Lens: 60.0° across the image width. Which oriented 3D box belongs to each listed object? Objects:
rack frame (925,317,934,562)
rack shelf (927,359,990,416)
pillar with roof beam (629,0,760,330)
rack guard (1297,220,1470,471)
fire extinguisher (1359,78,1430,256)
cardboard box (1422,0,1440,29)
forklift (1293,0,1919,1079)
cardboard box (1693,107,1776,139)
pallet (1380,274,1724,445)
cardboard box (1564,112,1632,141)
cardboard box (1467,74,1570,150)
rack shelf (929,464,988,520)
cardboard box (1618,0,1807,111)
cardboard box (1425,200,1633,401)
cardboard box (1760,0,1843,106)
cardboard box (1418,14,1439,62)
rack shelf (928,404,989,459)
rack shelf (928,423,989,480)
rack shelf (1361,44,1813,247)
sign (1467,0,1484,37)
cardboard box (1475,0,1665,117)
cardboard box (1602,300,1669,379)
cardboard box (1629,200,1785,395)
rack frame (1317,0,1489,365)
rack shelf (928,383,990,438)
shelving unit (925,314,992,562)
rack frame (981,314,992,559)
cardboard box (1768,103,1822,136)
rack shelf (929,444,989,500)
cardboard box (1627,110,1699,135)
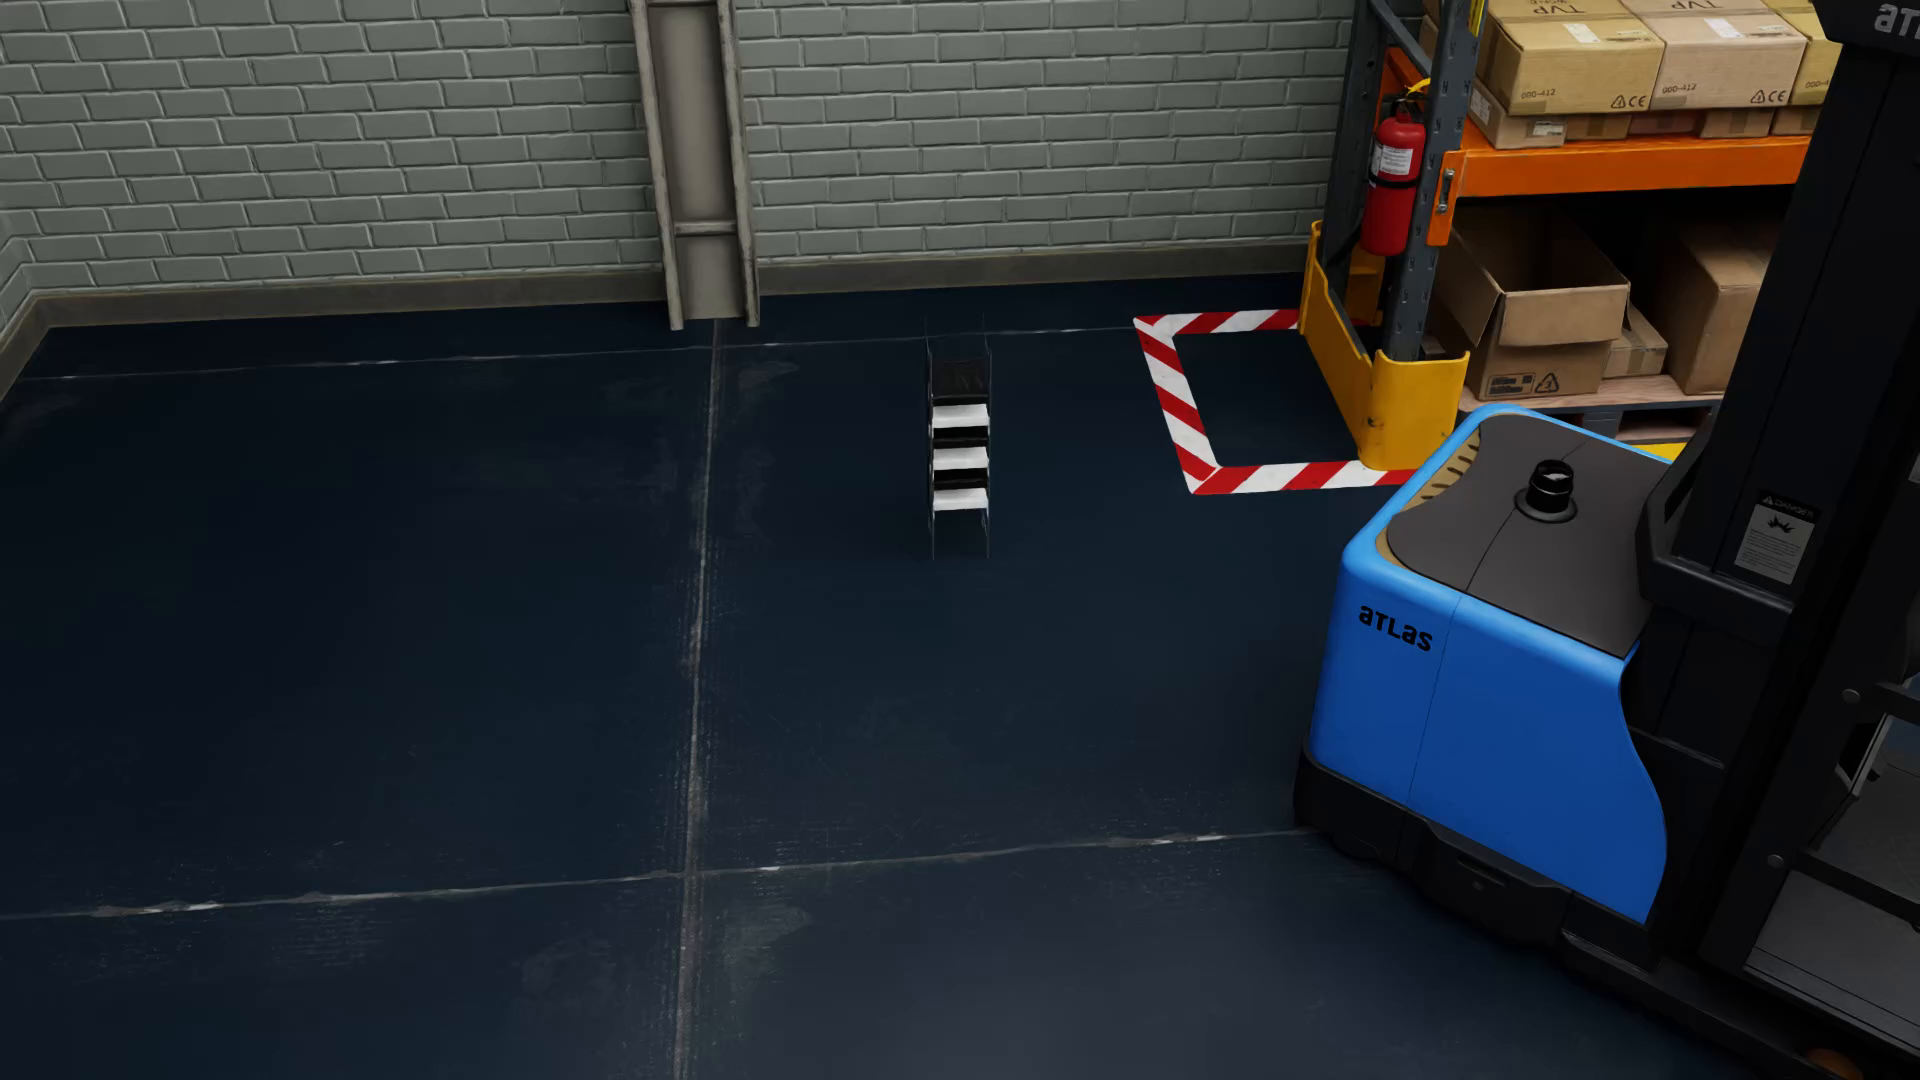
[{"bbox_3d":[-0.109,-0.347,5.964,0.006,0.900,0.240,-3,38,-4],"label":"rack frame"},{"bbox_3d":[-0.008,-0.539,5.824,0.200,0.077,0.258,-3,38,-4],"label":"rack shelf"},{"bbox_3d":[-0.731,-1.920,1.419,0.400,9.000,9.100,-3,38,-4],"label":"pillar with roof beam"},{"bbox_3d":[1.729,-0.836,6.906,0.348,0.500,1.175,-3,38,-4],"label":"rack guard"},{"bbox_3d":[1.548,-1.343,5.894,0.183,0.674,0.296,-3,38,-4],"label":"fire extinguisher"},{"bbox_3d":[2.088,-2.060,6.320,0.500,0.250,0.500,-2,38,-3],"label":"cardboard box"},{"bbox_3d":[2.499,0.043,3.829,3.031,2.935,1.130,26,45,29],"label":"forklift"},{"bbox_3d":[2.770,-1.618,6.082,0.250,0.149,0.380,-2,38,-3],"label":"cardboard box"},{"bbox_3d":[2.523,-0.767,7.052,1.213,0.211,1.003,-3,38,-4],"label":"pallet"},{"bbox_3d":[2.255,-1.606,6.066,0.250,0.149,0.380,-2,38,-3],"label":"cardboard box"},{"bbox_3d":[2.005,-1.563,6.013,0.250,0.149,0.380,-3,38,-4],"label":"cardboard box"},{"bbox_3d":[-0.008,-0.185,6.103,0.200,0.077,0.258,-3,38,-4],"label":"rack shelf"},{"bbox_3d":[2.632,-1.758,5.937,0.500,0.250,0.500,-3,38,-3],"label":"cardboard box"},{"bbox_3d":[2.271,-0.973,6.738,0.637,0.503,0.797,-5,39,-6],"label":"cardboard box"},{"bbox_3d":[3.136,-1.787,5.975,0.500,0.250,0.500,-4,38,-5],"label":"cardboard box"},{"bbox_3d":[1.960,-1.898,6.437,0.250,0.149,0.380,-4,38,-4],"label":"cardboard box"},{"bbox_3d":[-0.008,-0.397,5.936,0.200,0.077,0.258,-3,38,-4],"label":"rack shelf"},{"bbox_3d":[-0.008,-0.327,5.991,0.200,0.077,0.258,-3,38,-4],"label":"rack shelf"},{"bbox_3d":[3.646,-1.641,6.488,4.000,0.370,1.077,-3,38,-4],"label":"rack shelf"},{"bbox_3d":[1.702,-1.818,5.434,0.005,0.325,0.100,-3,38,-4],"label":"sign"},{"bbox_3d":[2.129,-1.730,5.902,0.500,0.250,0.500,-3,38,-4],"label":"cardboard box"},{"bbox_3d":[2.698,-0.833,6.847,0.250,0.149,0.380,-5,39,-6],"label":"cardboard box"},{"bbox_3d":[3.126,-0.995,6.768,0.500,0.500,0.700,-2,38,-2],"label":"cardboard box"},{"bbox_3d":[1.654,-1.813,6.126,0.127,3.000,1.000,-3,38,-4],"label":"rack frame"},{"bbox_3d":[-0.008,-0.468,5.880,0.200,0.077,0.258,-3,38,-4],"label":"rack shelf"},{"bbox_3d":[-0.008,-0.353,5.971,0.210,0.900,0.258,-3,38,-4],"label":"shelving unit"},{"bbox_3d":[0.093,-0.358,5.978,0.006,0.900,0.240,-3,38,-4],"label":"rack frame"},{"bbox_3d":[3.035,-1.636,6.104,0.250,0.149,0.380,-3,38,-3],"label":"cardboard box"},{"bbox_3d":[-0.008,-0.256,6.047,0.200,0.077,0.258,-3,38,-4],"label":"rack shelf"},{"bbox_3d":[2.513,-1.642,6.112,0.250,0.149,0.380,-4,38,-5],"label":"cardboard box"}]
